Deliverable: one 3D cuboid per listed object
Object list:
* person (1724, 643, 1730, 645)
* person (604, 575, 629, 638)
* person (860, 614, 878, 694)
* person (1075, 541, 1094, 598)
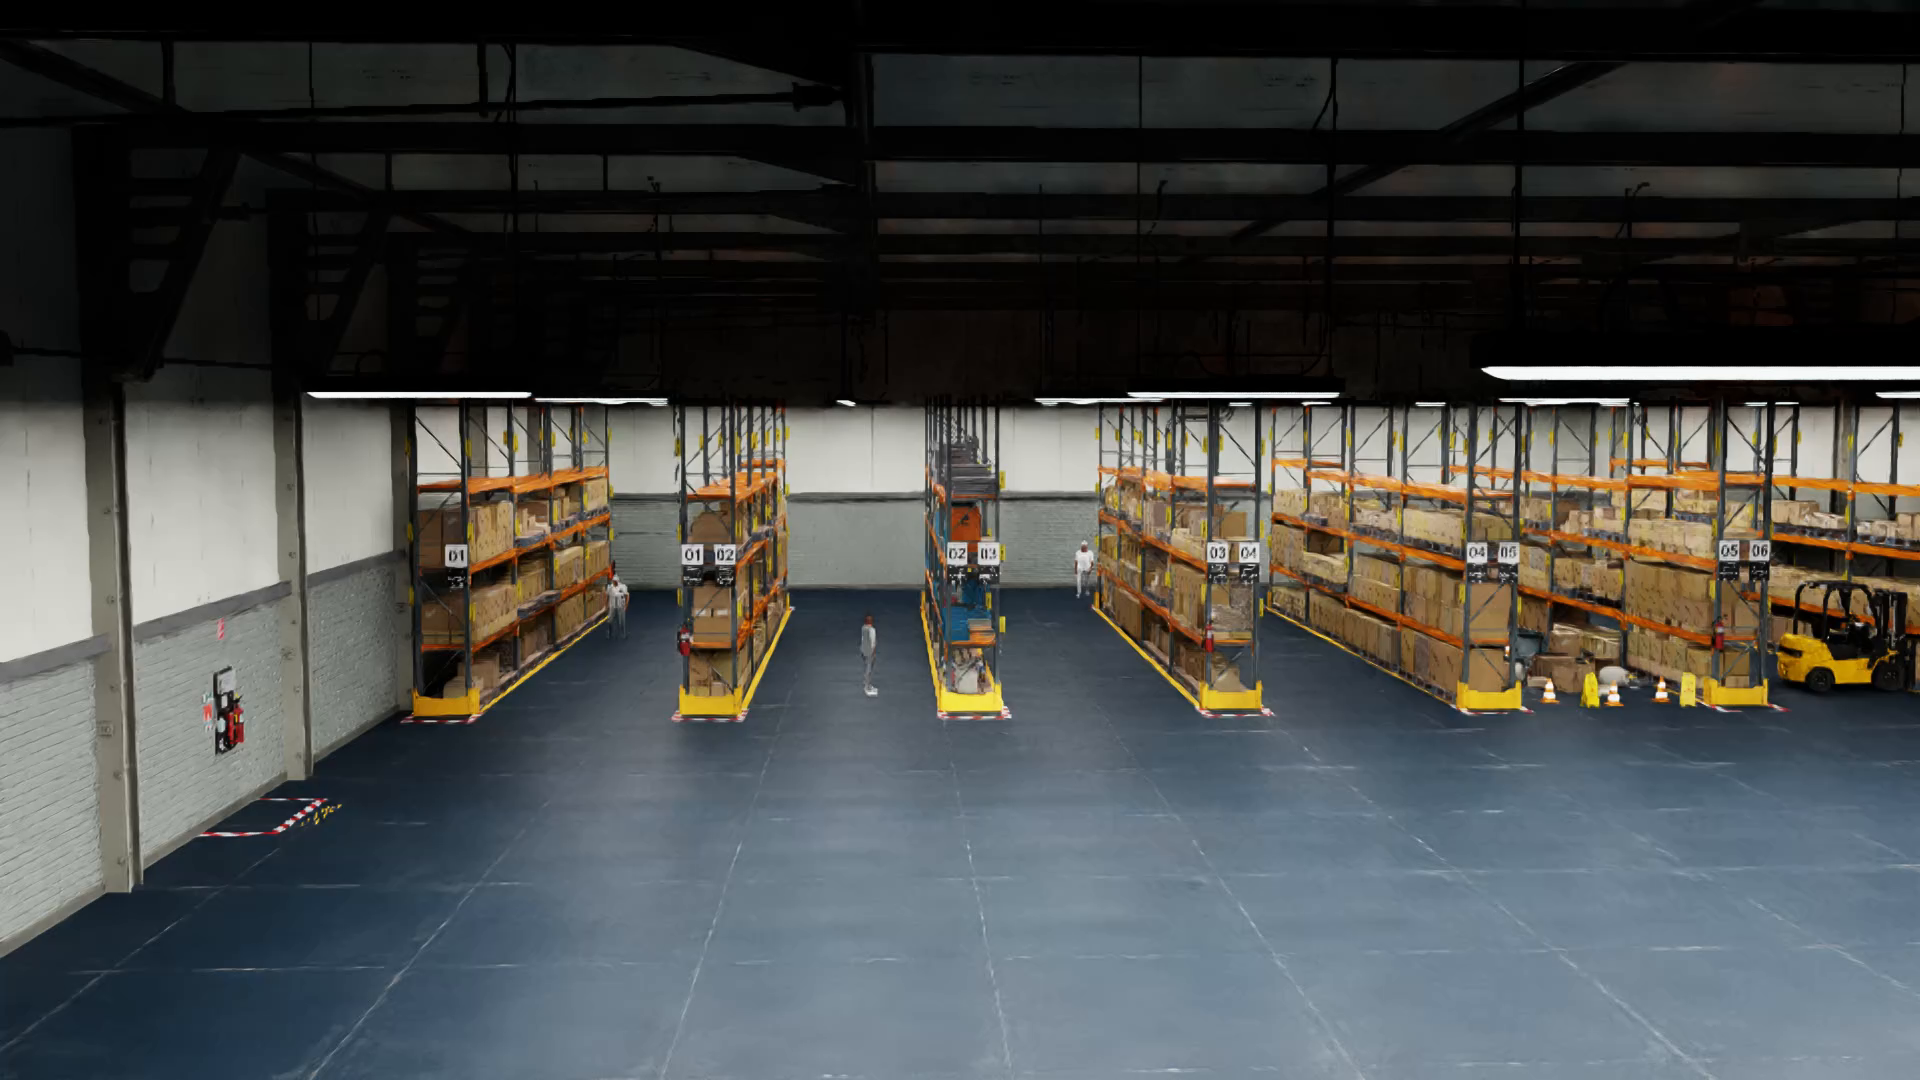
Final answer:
[{"bbox_3d":[16.531,1.971,36.106,0.555,1.772,0.631,2,5,28],"label":"person"},{"bbox_3d":[-8.557,1.654,41.449,0.625,1.611,0.575,0,5,-5],"label":"person"},{"bbox_3d":[-1.808,2.275,33.383,0.399,1.602,0.469,-3,5,-34],"label":"person"},{"bbox_3d":[3.771,0.876,50.416,0.572,1.704,1.030,1,5,7],"label":"person"}]
